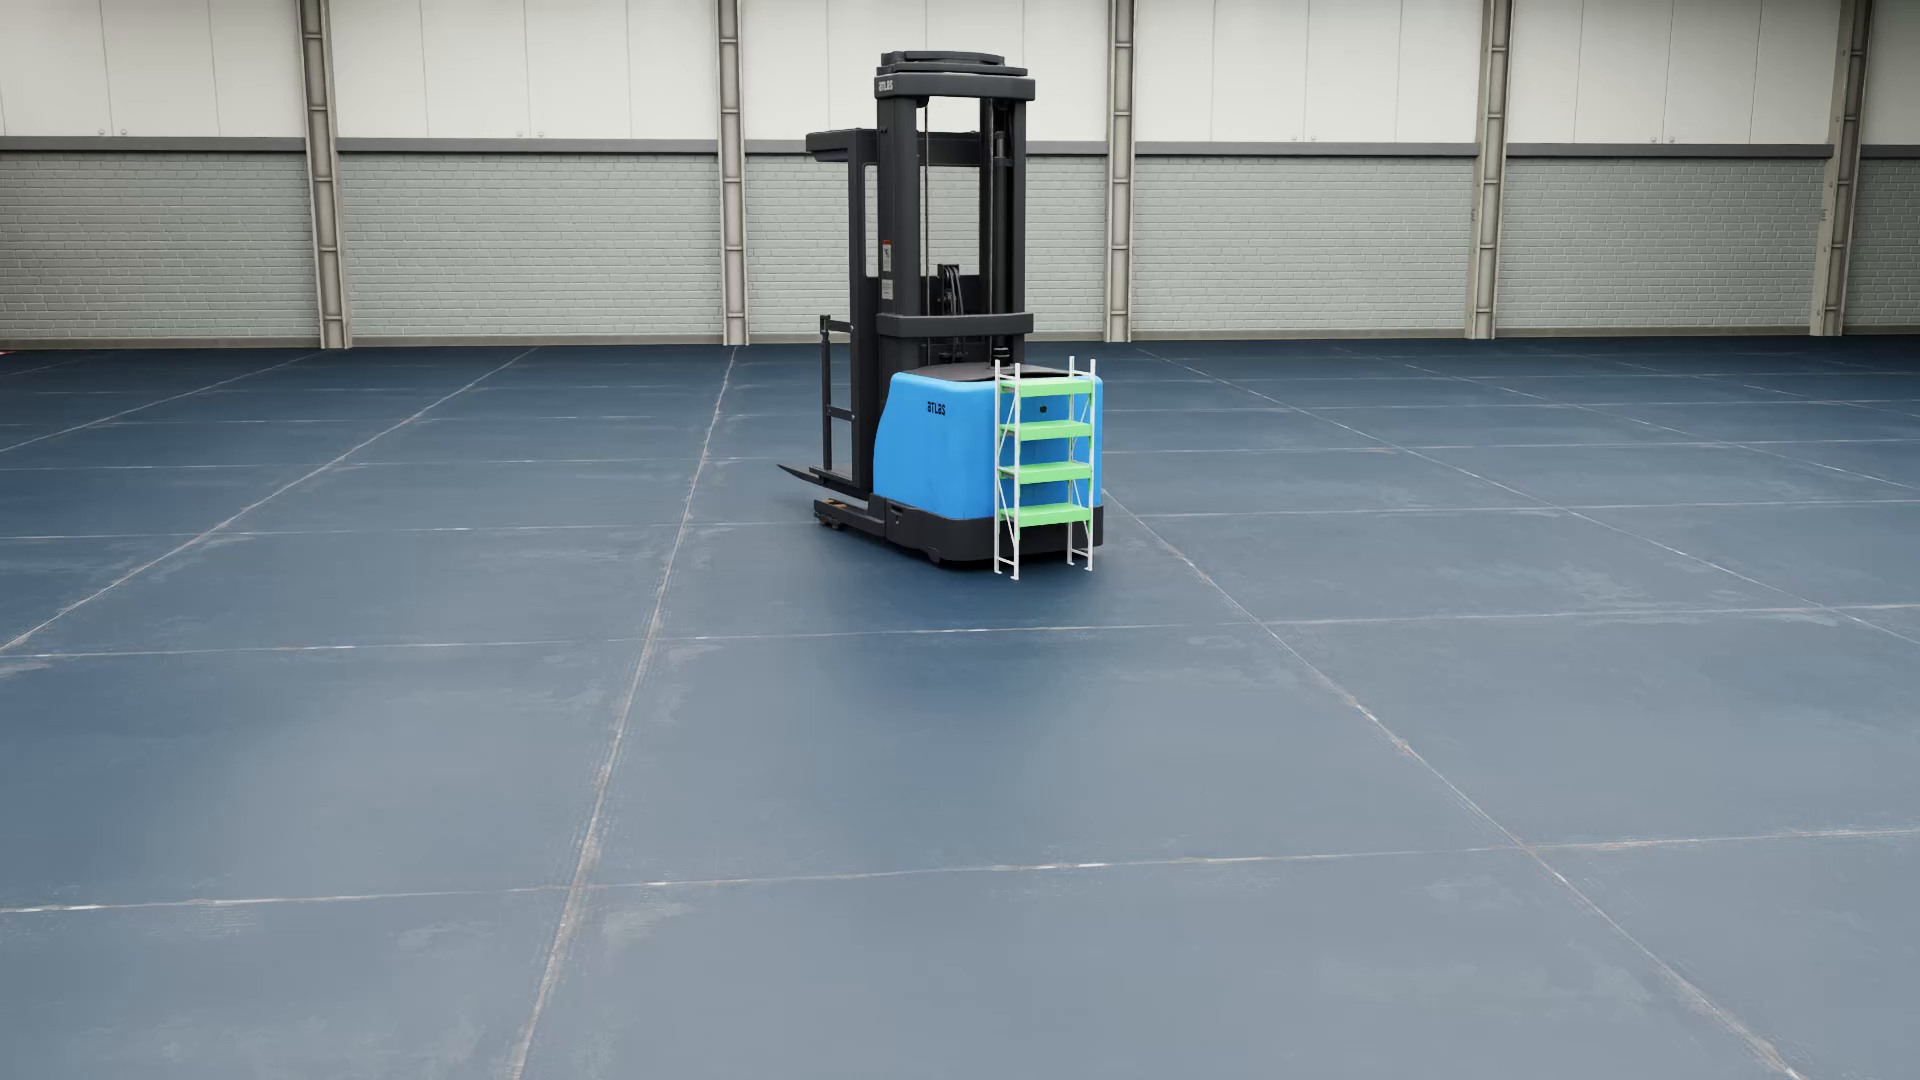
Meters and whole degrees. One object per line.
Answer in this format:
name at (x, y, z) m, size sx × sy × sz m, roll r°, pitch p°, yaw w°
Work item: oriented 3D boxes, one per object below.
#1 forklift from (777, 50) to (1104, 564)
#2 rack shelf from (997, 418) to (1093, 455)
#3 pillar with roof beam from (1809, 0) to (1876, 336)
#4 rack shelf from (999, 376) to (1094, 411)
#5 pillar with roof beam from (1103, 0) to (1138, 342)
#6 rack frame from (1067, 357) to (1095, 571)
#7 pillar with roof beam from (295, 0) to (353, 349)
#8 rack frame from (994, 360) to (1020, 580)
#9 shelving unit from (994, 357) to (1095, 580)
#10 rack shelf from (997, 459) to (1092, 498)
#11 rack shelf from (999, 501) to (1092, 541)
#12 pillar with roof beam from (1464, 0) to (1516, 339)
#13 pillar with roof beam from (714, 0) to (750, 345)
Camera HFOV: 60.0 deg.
forklift at (-0.301, -1.544, 10.624) m, size 1.130 × 2.935 × 3.031 m, roll -6°, pitch 13°, yaw -28°
rack shelf at (0.474, -0.584, 9.313) m, size 0.480 × 0.148 × 0.258 m, roll -6°, pitch 13°, yaw -28°
pillar with roof beam at (14.890, -7.003, 22.660) m, size 0.400 × 9.000 × 9.100 m, roll -1°, pitch 11°, yaw -6°
rack shelf at (0.474, -0.819, 9.267) m, size 0.480 × 0.148 × 0.258 m, roll -6°, pitch 13°, yaw -28°
pillar with roof beam at (2.960, -6.753, 21.389) m, size 0.400 × 9.000 × 9.100 m, roll -1°, pitch 11°, yaw -6°
rack frame at (0.688, -0.433, 9.462) m, size 0.015 × 1.200 × 0.240 m, roll -6°, pitch 13°, yaw -28°
pillar with roof beam at (-8.970, -6.503, 20.117) m, size 0.400 × 9.000 × 9.100 m, roll -1°, pitch 11°, yaw -6°
rack frame at (0.260, -0.388, 9.232) m, size 0.015 × 1.200 × 0.240 m, roll -6°, pitch 13°, yaw -28°
shelving unit at (0.474, -0.411, 9.347) m, size 0.503 × 1.200 × 0.258 m, roll -6°, pitch 13°, yaw -28°
rack shelf at (0.474, -0.348, 9.359) m, size 0.480 × 0.148 × 0.258 m, roll -6°, pitch 13°, yaw -28°
rack shelf at (0.474, -0.113, 9.405) m, size 0.480 × 0.148 × 0.258 m, roll -6°, pitch 13°, yaw -28°
pillar with roof beam at (8.925, -6.878, 22.024) m, size 0.400 × 9.000 × 9.100 m, roll -1°, pitch 11°, yaw -6°
pillar with roof beam at (-3.005, -6.628, 20.753) m, size 0.400 × 9.000 × 9.100 m, roll -1°, pitch 11°, yaw -6°
